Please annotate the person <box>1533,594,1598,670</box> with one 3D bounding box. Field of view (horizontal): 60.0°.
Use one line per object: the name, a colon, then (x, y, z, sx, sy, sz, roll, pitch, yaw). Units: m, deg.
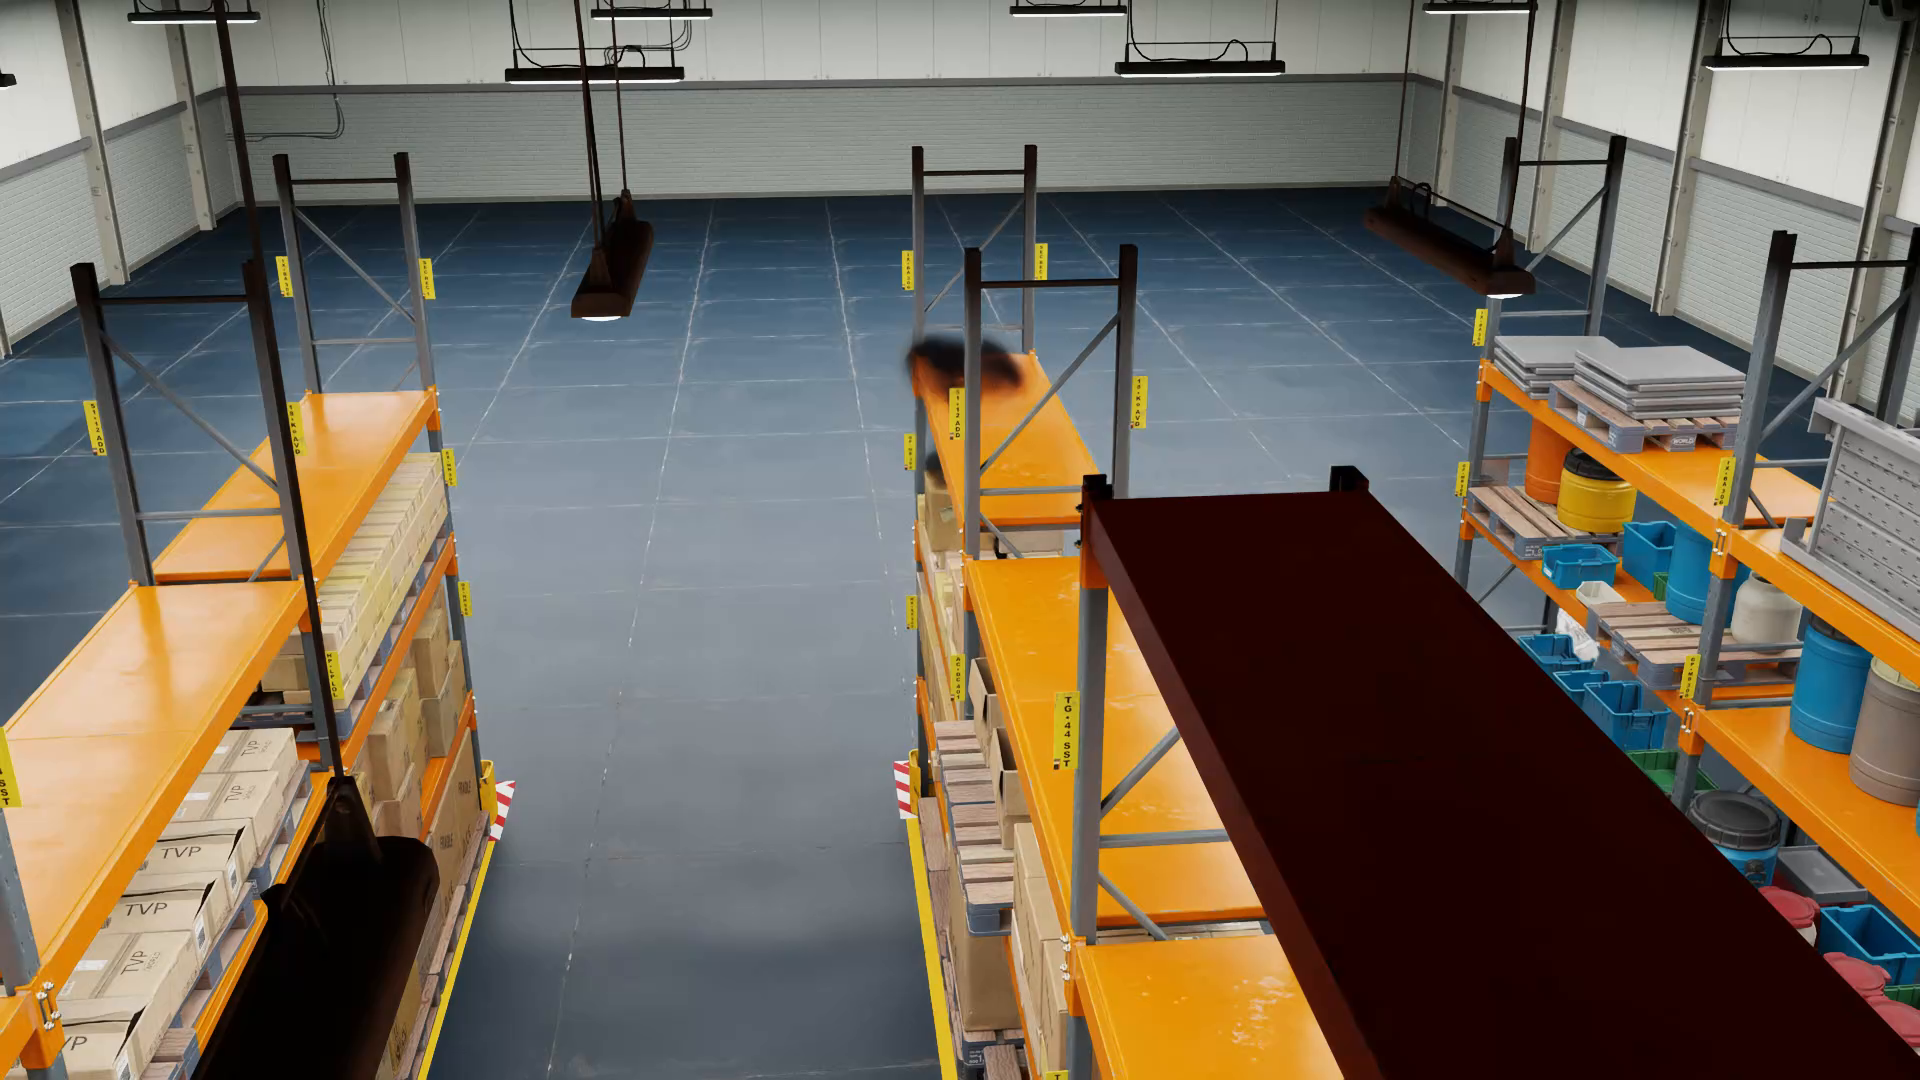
person: (6.122, 1.242, 16.444, 0.933, 1.579, 0.661, 18, 28, 38)
